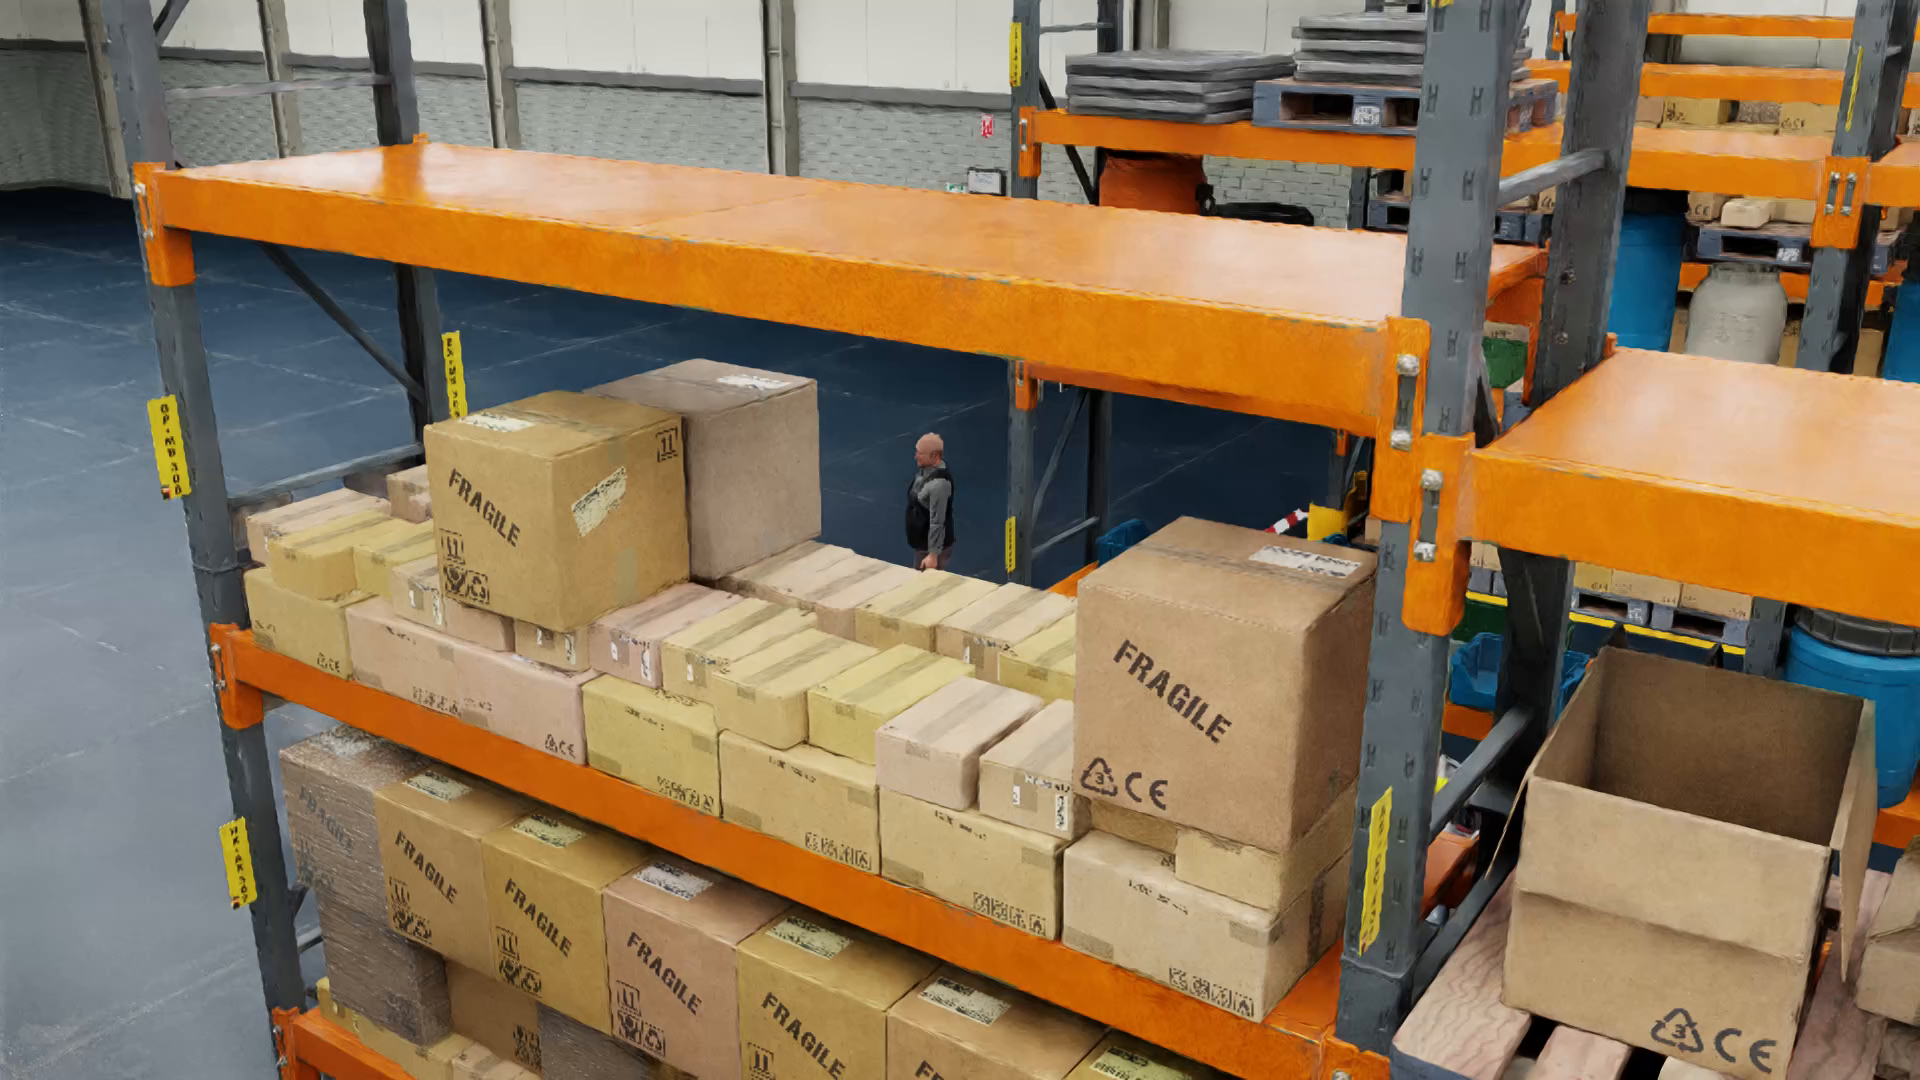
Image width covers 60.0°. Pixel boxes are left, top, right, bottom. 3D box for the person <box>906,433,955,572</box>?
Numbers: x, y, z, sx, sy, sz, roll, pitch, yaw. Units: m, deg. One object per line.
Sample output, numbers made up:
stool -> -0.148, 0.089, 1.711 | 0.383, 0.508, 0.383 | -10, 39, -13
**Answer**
person -> -0.138, 0.002, 12.130 | 0.517, 1.699, 0.721 | -1, 20, -3
